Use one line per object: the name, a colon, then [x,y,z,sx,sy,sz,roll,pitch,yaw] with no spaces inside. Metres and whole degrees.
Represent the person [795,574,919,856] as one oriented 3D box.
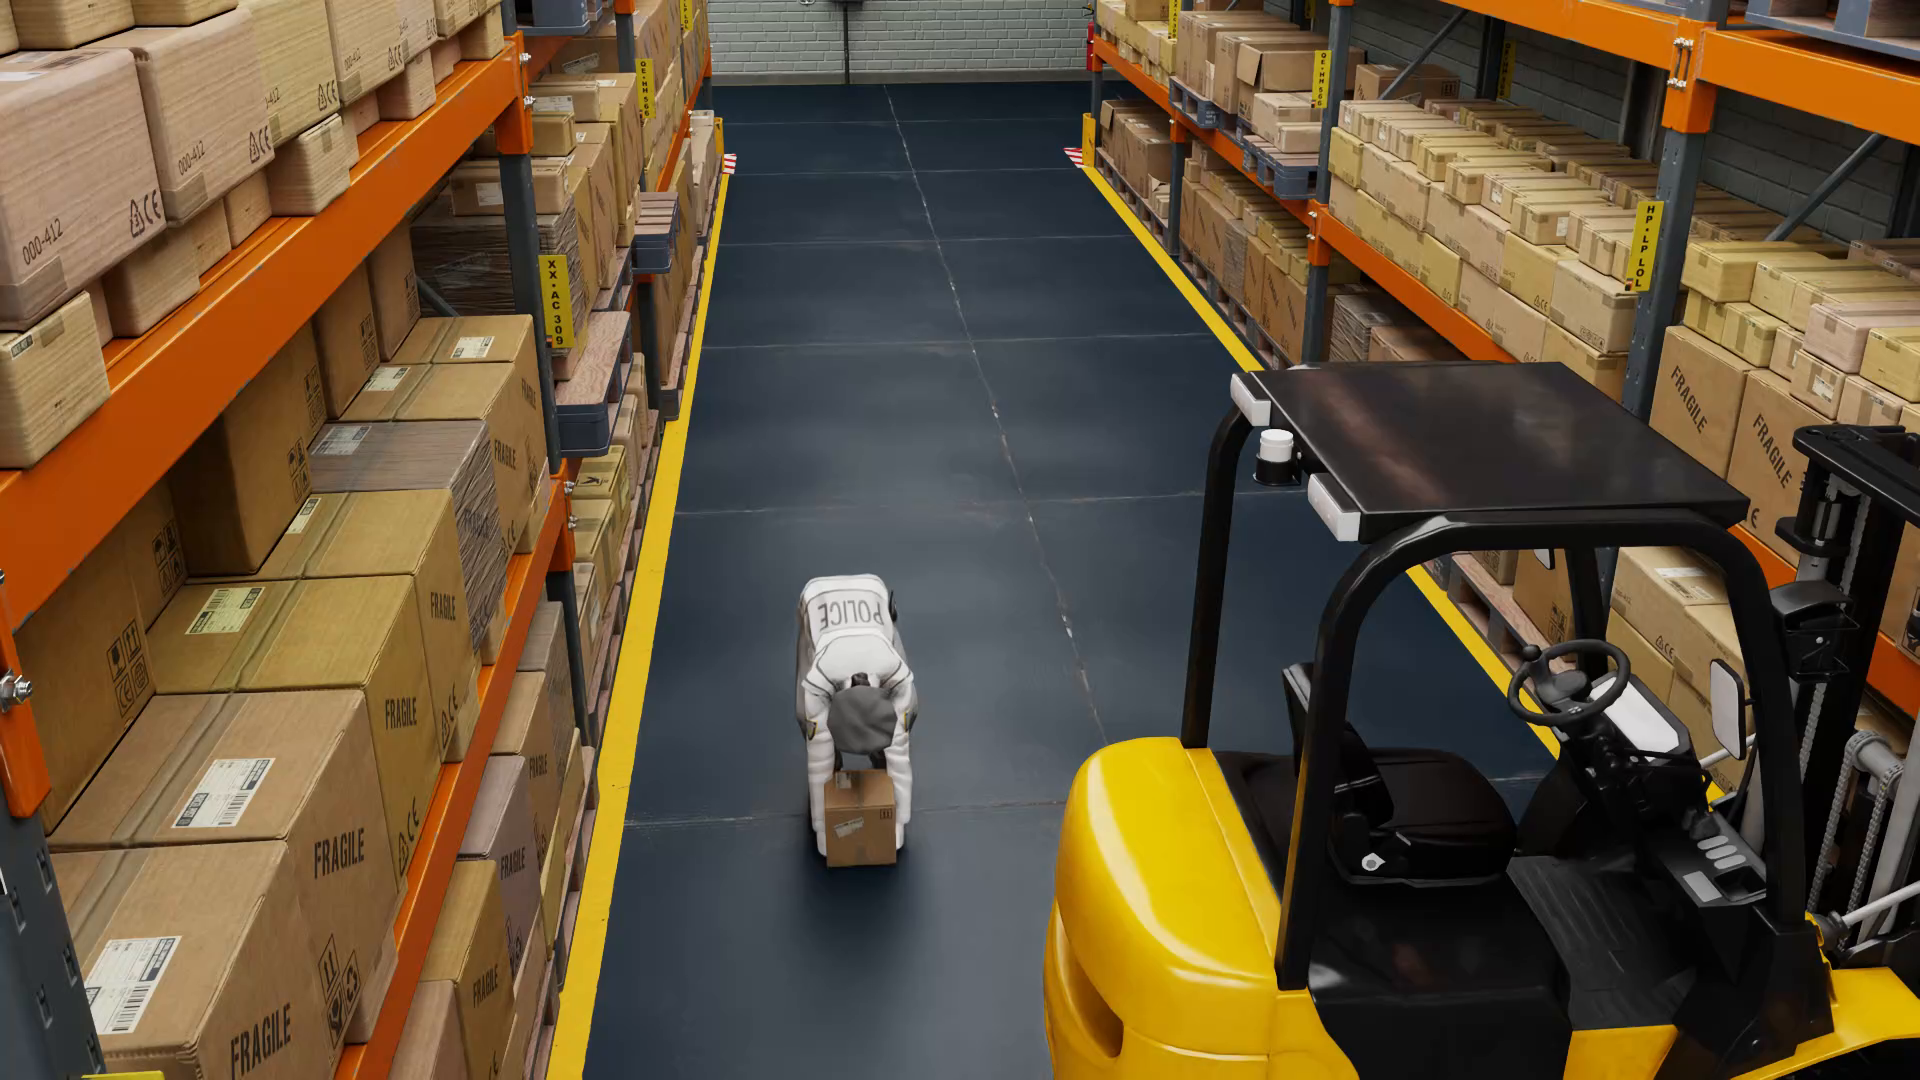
person: [-0.384,0.630,6.217,0.462,0.842,0.889,-3,24,-7]
